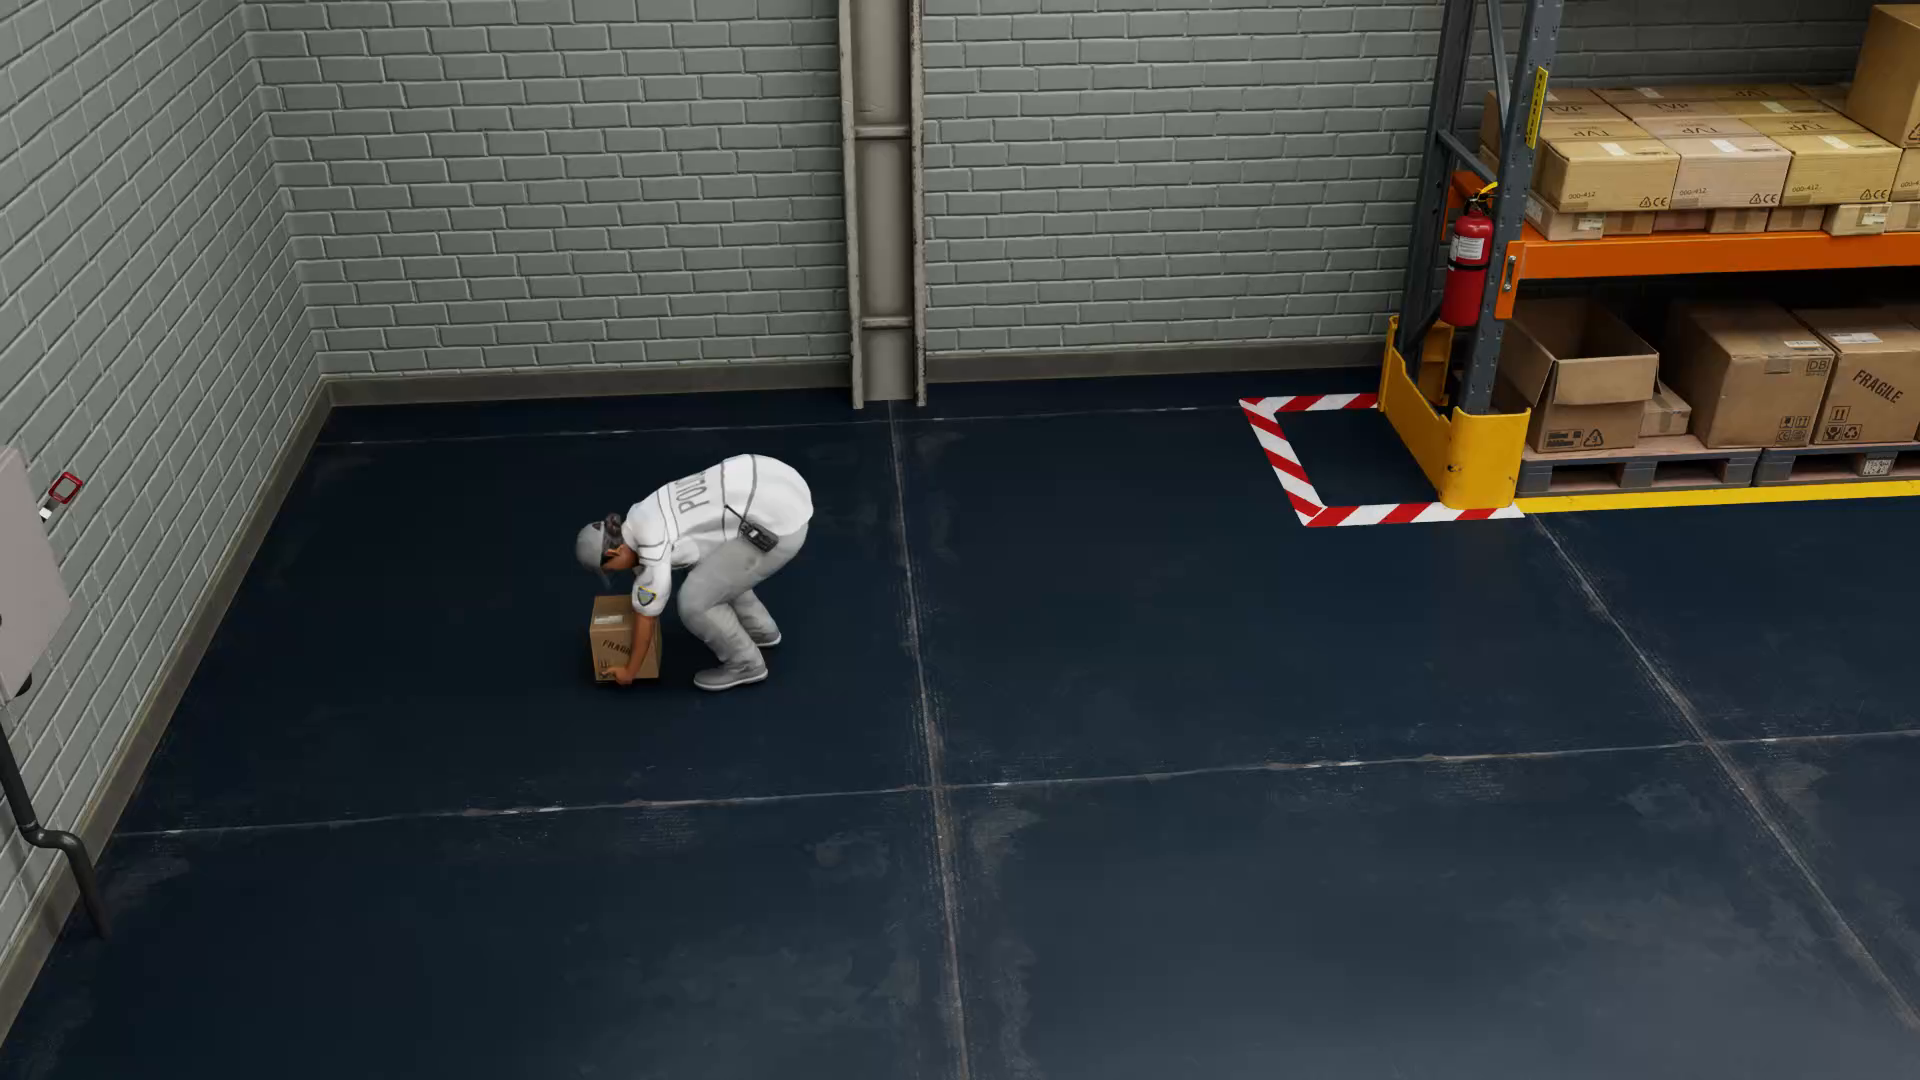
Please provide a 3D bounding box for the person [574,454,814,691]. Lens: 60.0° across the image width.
[{"bbox_3d":[-1.044,0.131,6.640,0.935,0.914,0.504,-4,32,-7],"label":"person"}]
